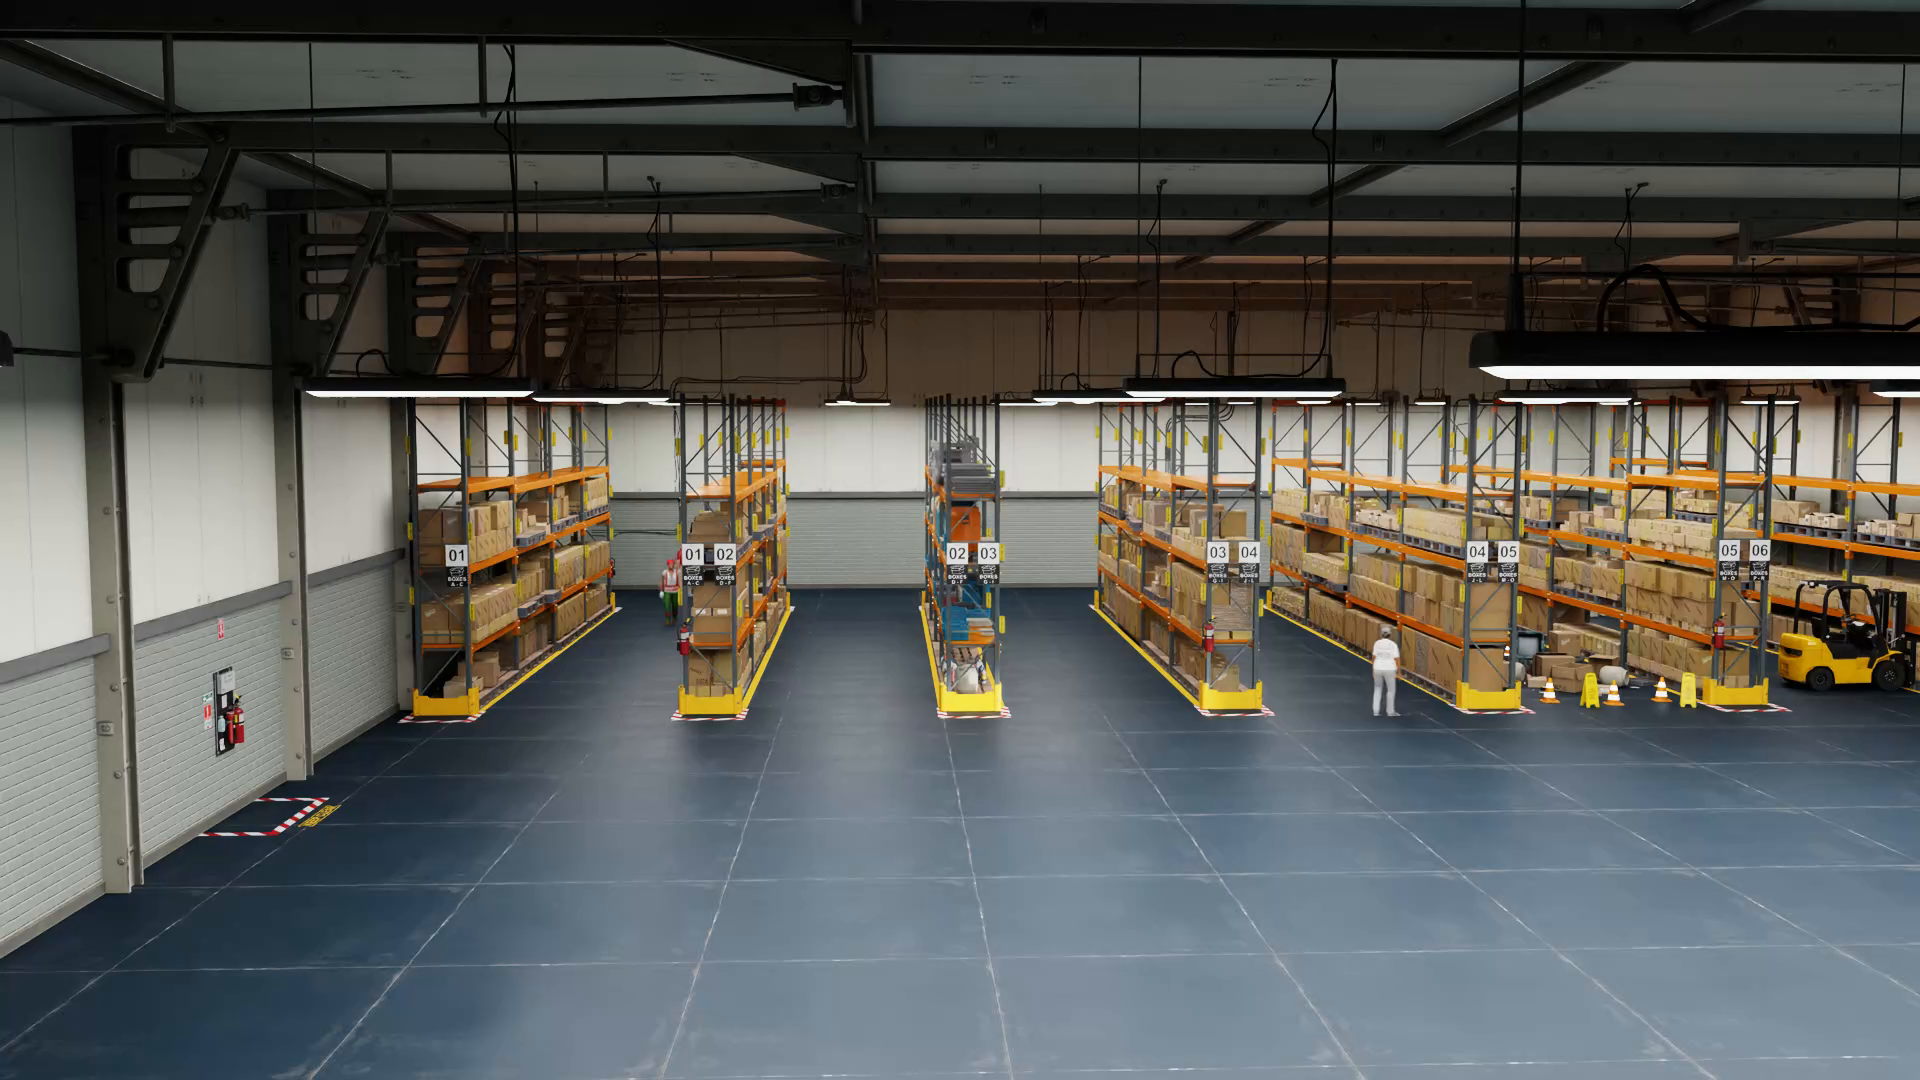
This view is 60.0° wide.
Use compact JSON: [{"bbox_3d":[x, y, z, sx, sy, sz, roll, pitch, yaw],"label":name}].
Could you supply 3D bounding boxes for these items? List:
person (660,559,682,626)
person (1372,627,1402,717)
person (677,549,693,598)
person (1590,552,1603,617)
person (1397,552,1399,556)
[{"bbox_3d":[-7.596,1.374,43.752,0.632,1.733,1.055,0,5,-5],"label":"person"},{"bbox_3d":[7.941,2.492,30.927,0.536,1.751,0.412,3,6,37],"label":"person"},{"bbox_3d":[-8.362,0.886,50.410,0.748,1.694,0.608,3,6,35],"label":"person"},{"bbox_3d":[17.503,1.218,45.841,0.508,1.780,0.602,0,5,4],"label":"person"},{"bbox_3d":[12.335,1.193,47.011,0.556,1.731,0.577,0,5,1],"label":"person"}]
